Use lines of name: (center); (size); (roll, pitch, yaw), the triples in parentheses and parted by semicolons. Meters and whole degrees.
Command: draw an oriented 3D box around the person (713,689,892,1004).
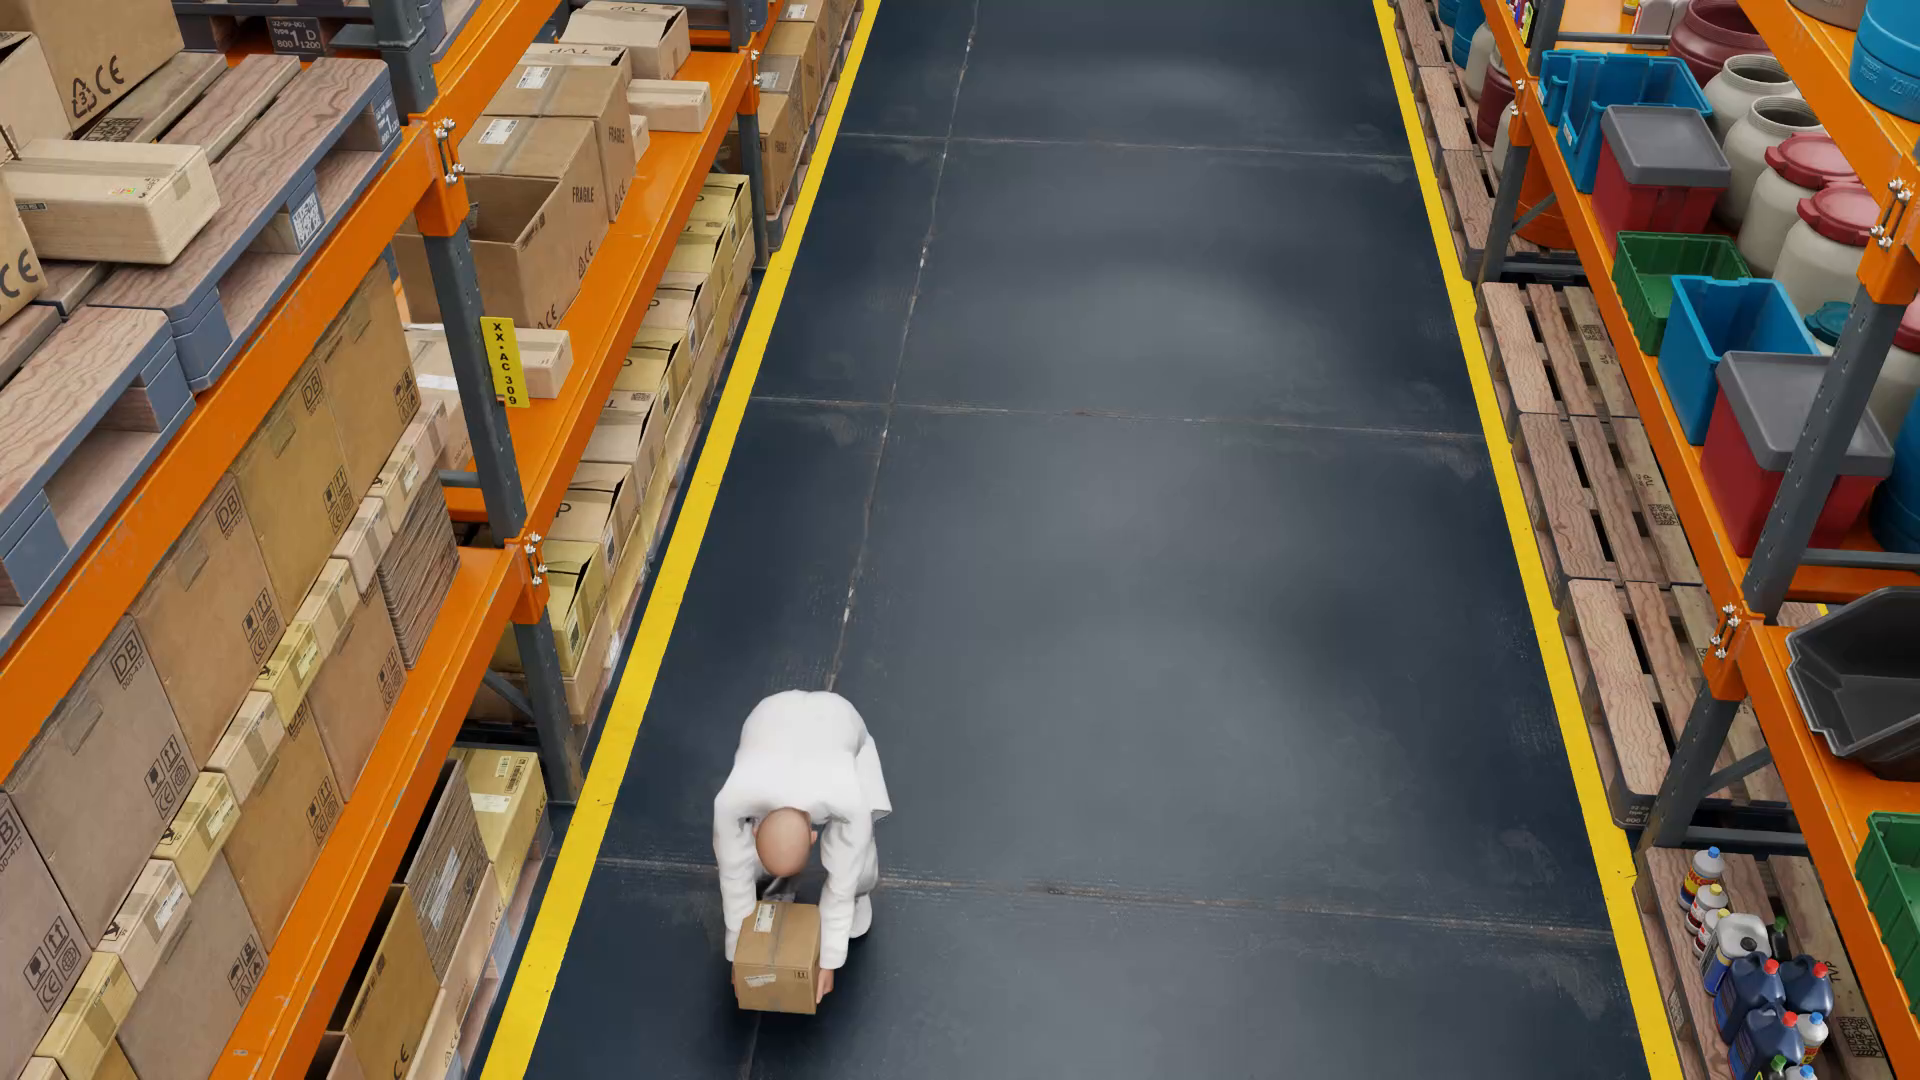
person: (-0.531, 1.009, 5.580); (0.589, 0.970, 0.934); (3, 40, 3)
